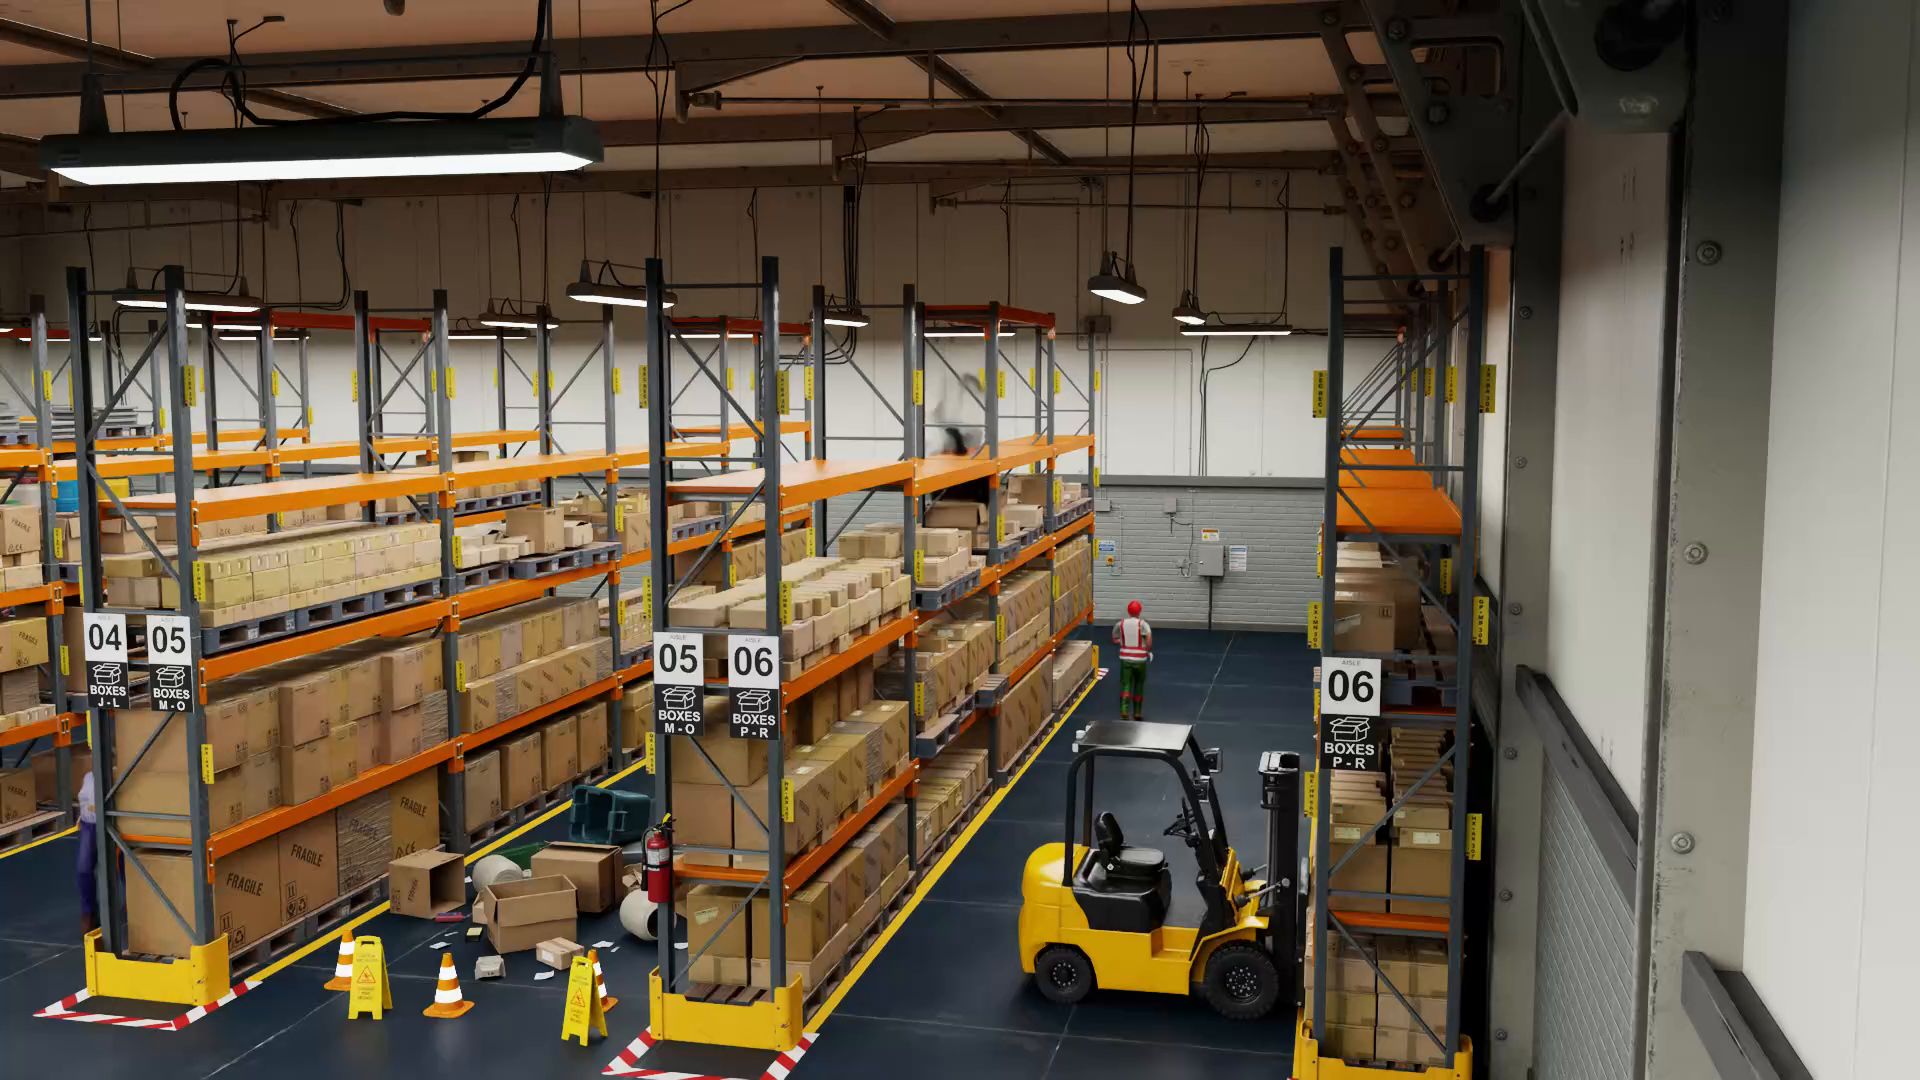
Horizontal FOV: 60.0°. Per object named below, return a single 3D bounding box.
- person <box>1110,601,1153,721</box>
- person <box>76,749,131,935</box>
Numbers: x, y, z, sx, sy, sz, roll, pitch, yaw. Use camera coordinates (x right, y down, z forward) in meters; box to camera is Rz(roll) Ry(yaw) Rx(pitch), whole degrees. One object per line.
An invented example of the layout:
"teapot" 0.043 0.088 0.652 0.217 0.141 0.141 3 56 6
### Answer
"person" 2.533 1.796 24.479 0.651 1.808 0.878 2 6 15
"person" -8.006 2.776 15.601 0.580 1.710 0.751 0 6 -3
